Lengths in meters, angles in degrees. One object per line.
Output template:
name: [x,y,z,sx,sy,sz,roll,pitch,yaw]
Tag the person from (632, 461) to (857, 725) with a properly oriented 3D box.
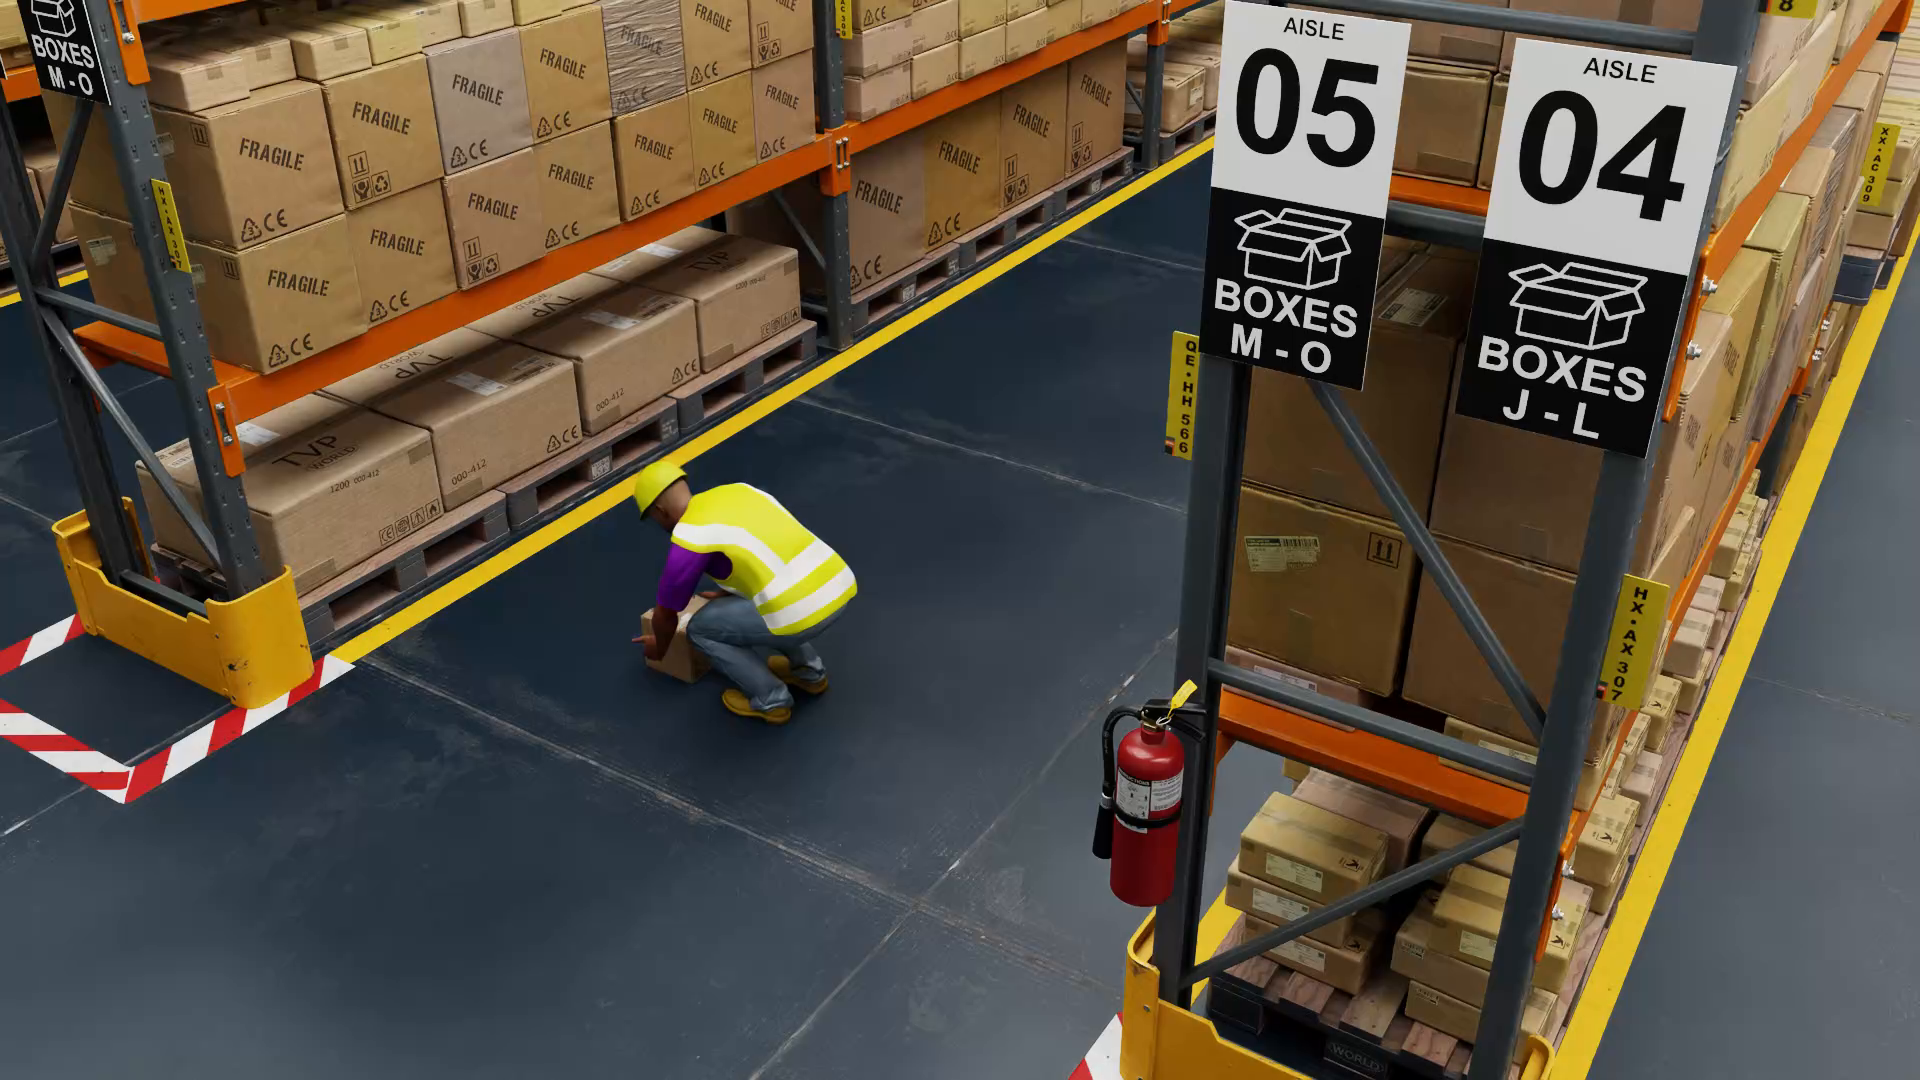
person: [-0.866,0.203,6.549,0.893,0.975,0.580,18,35,27]
